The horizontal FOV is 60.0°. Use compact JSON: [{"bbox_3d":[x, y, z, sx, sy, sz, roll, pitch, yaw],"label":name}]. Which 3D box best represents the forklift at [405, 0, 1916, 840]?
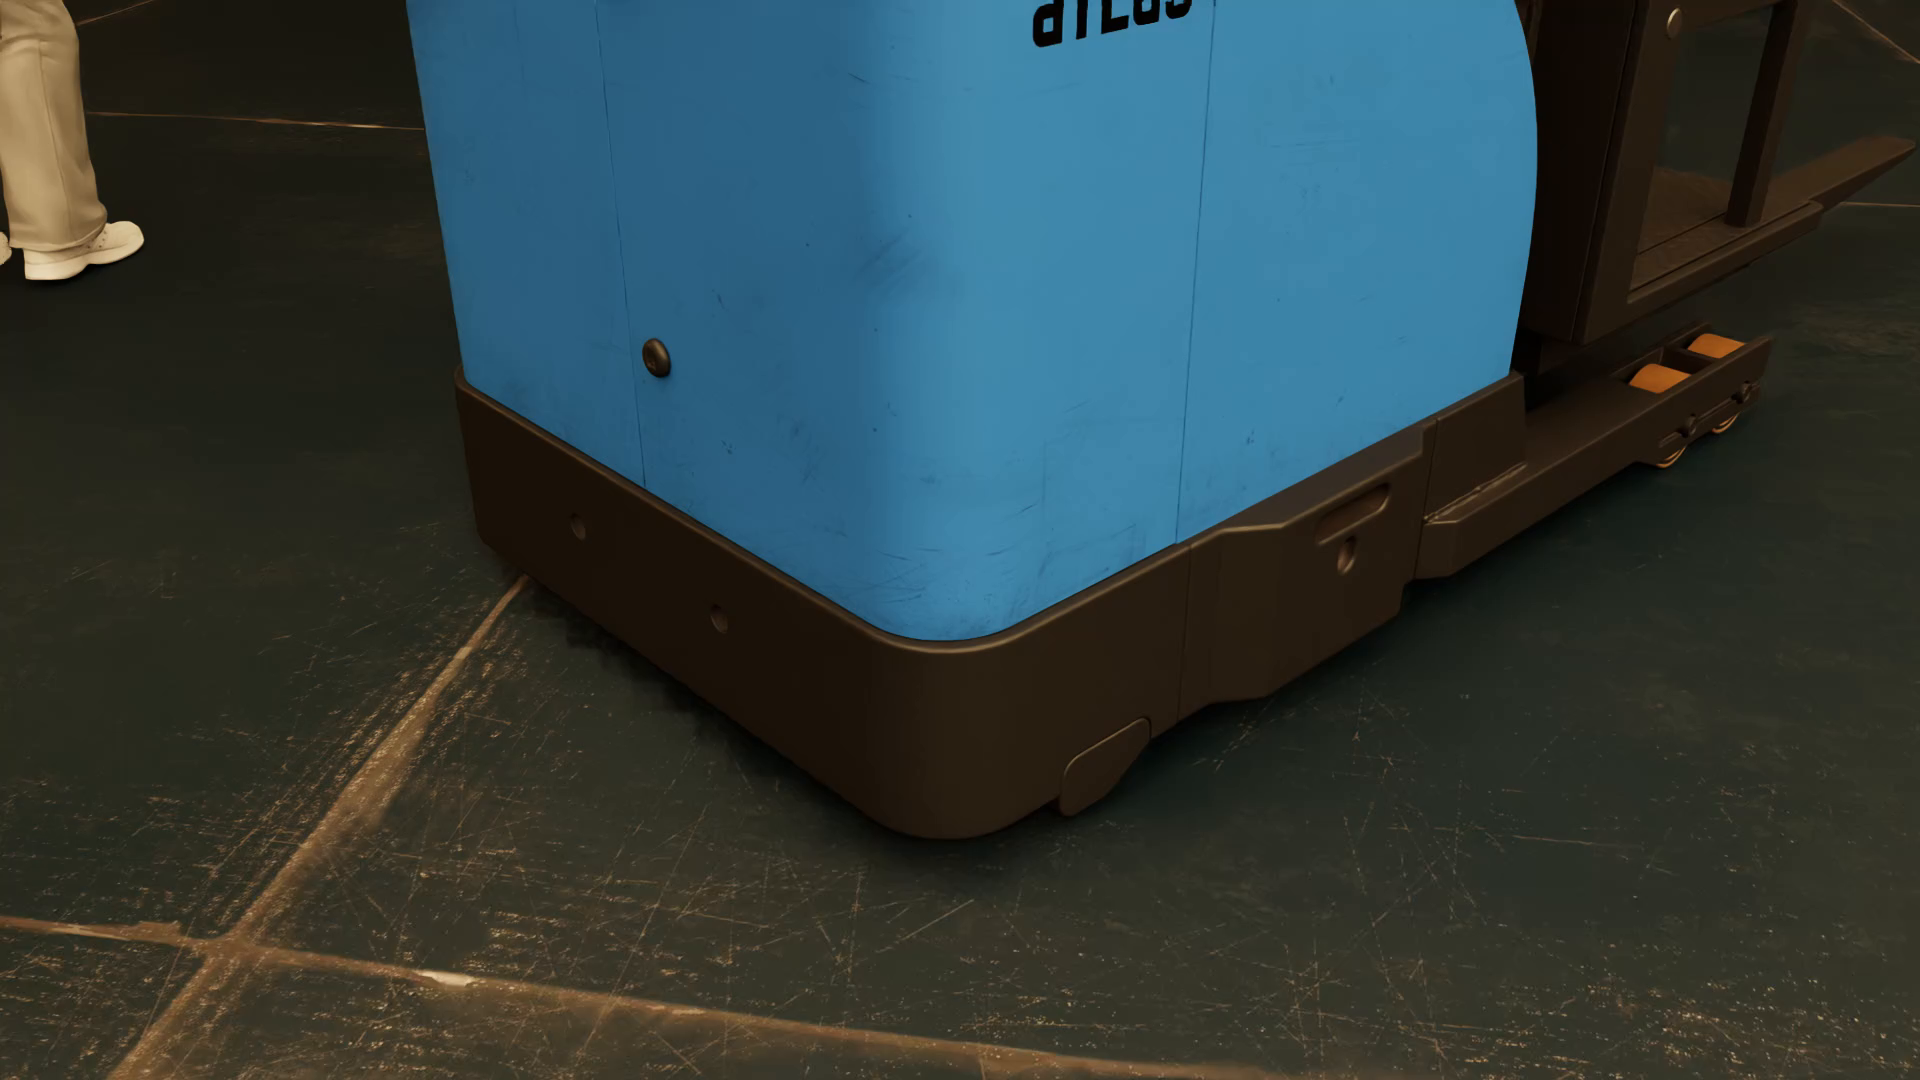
[{"bbox_3d":[0.728,-1.564,2.298,3.031,2.935,1.130,-24,37,-37],"label":"forklift"}]

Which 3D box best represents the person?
[{"bbox_3d":[-2.021,-1.287,3.154,0.638,1.631,0.473,13,32,23],"label":"person"}]
